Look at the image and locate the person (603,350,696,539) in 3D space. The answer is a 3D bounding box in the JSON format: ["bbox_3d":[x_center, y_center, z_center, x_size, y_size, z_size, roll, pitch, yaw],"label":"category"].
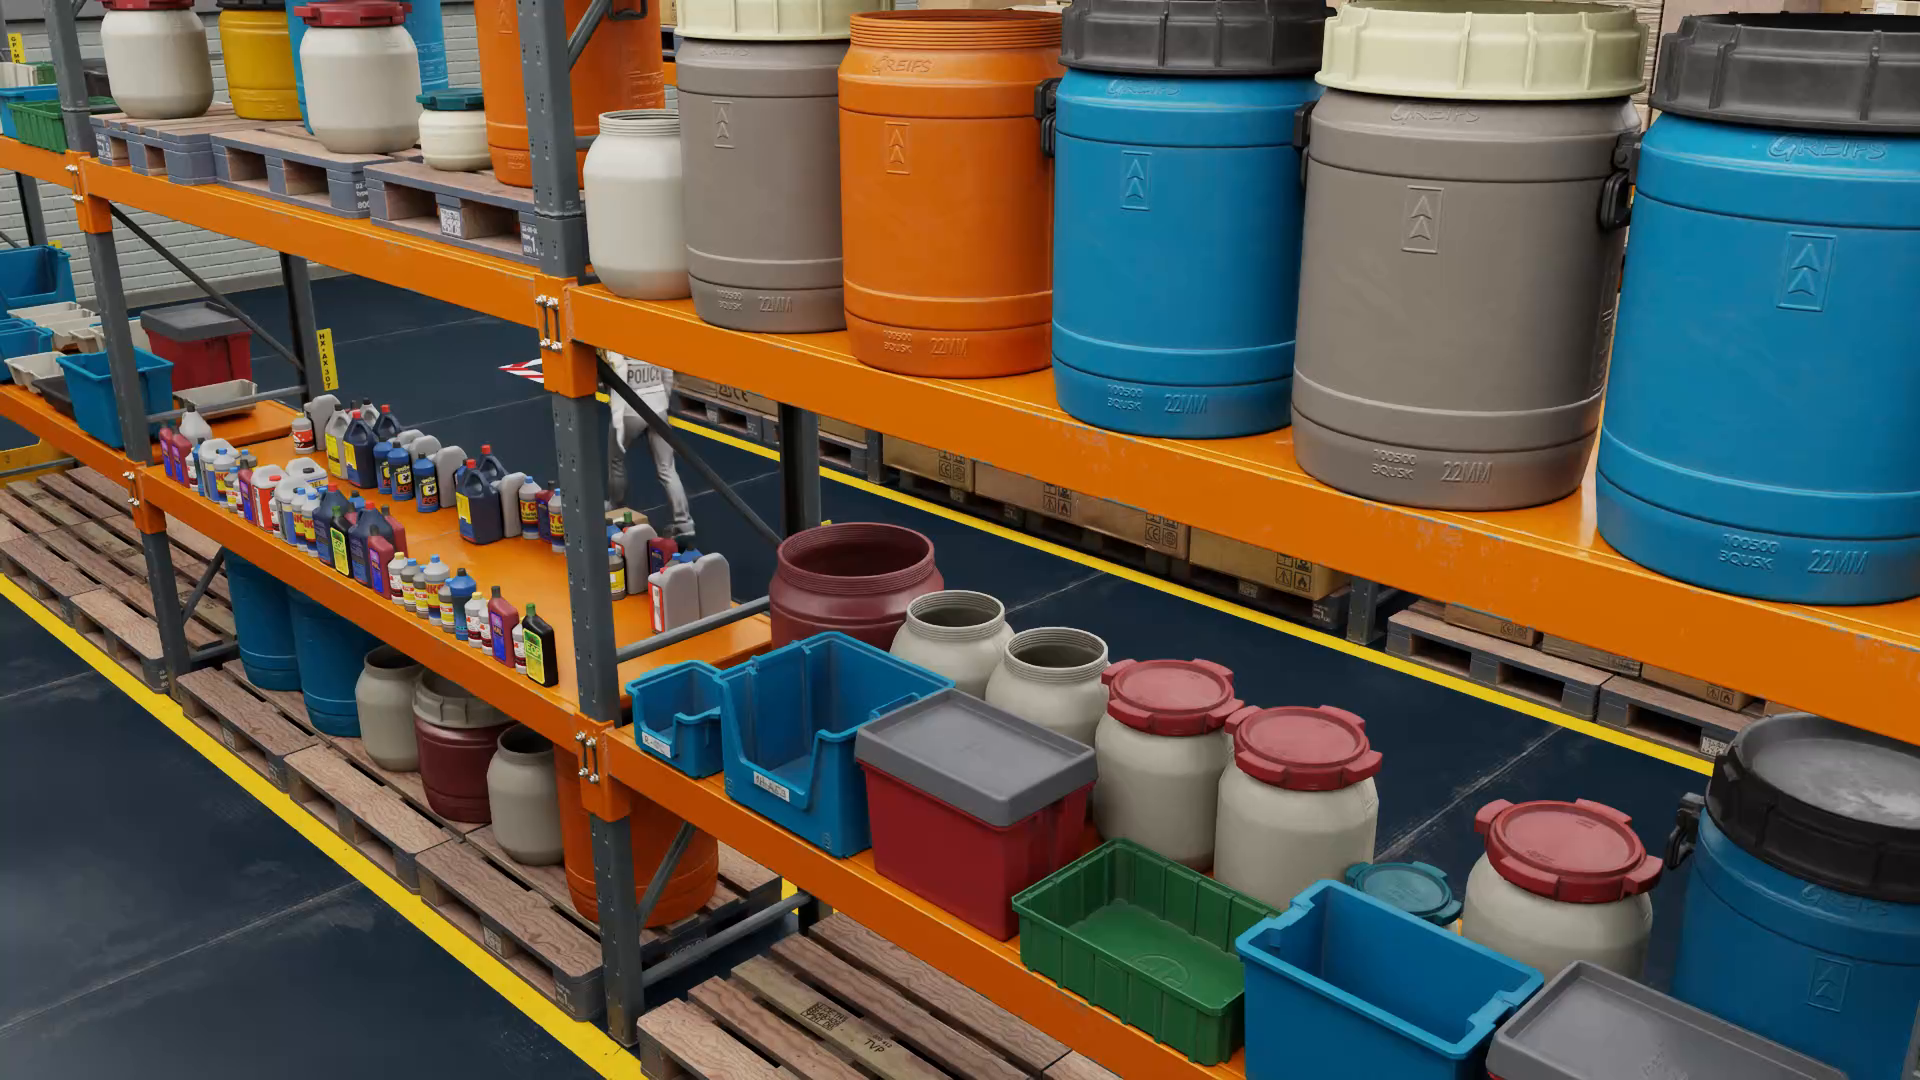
[{"bbox_3d":[-2.057,-0.824,10.731,0.515,1.629,1.057,-14,25,-32],"label":"person"}]
